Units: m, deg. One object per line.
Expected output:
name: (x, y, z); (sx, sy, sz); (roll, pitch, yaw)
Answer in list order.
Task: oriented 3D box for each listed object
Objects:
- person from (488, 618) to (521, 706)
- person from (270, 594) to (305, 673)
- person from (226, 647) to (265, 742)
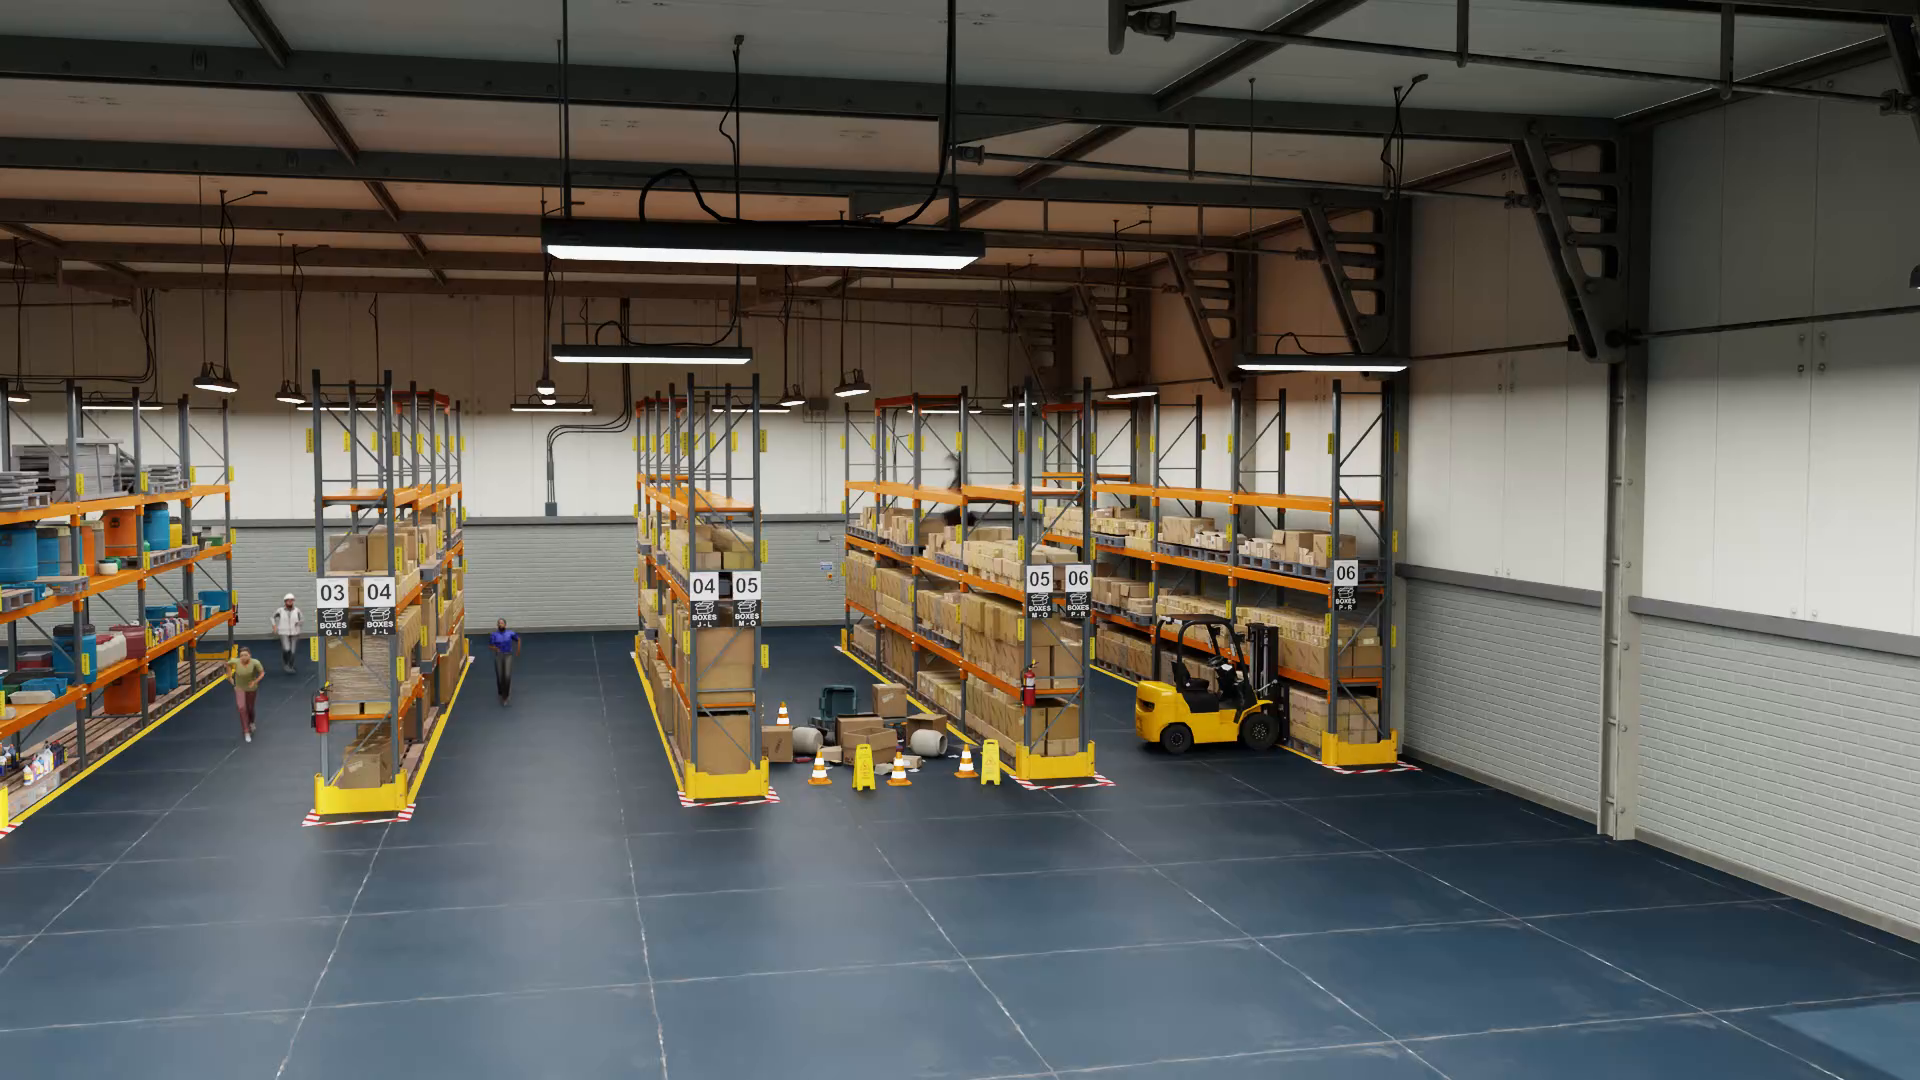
person: (-8.795, 2.352, 32.086); (0.581, 1.682, 0.765); (0, 3, -9)
person: (-14.569, 2.037, 36.076); (0.671, 1.727, 0.738); (-2, 4, -31)
person: (-12.160, 2.588, 28.349); (0.615, 1.625, 1.003); (-1, 3, -17)
